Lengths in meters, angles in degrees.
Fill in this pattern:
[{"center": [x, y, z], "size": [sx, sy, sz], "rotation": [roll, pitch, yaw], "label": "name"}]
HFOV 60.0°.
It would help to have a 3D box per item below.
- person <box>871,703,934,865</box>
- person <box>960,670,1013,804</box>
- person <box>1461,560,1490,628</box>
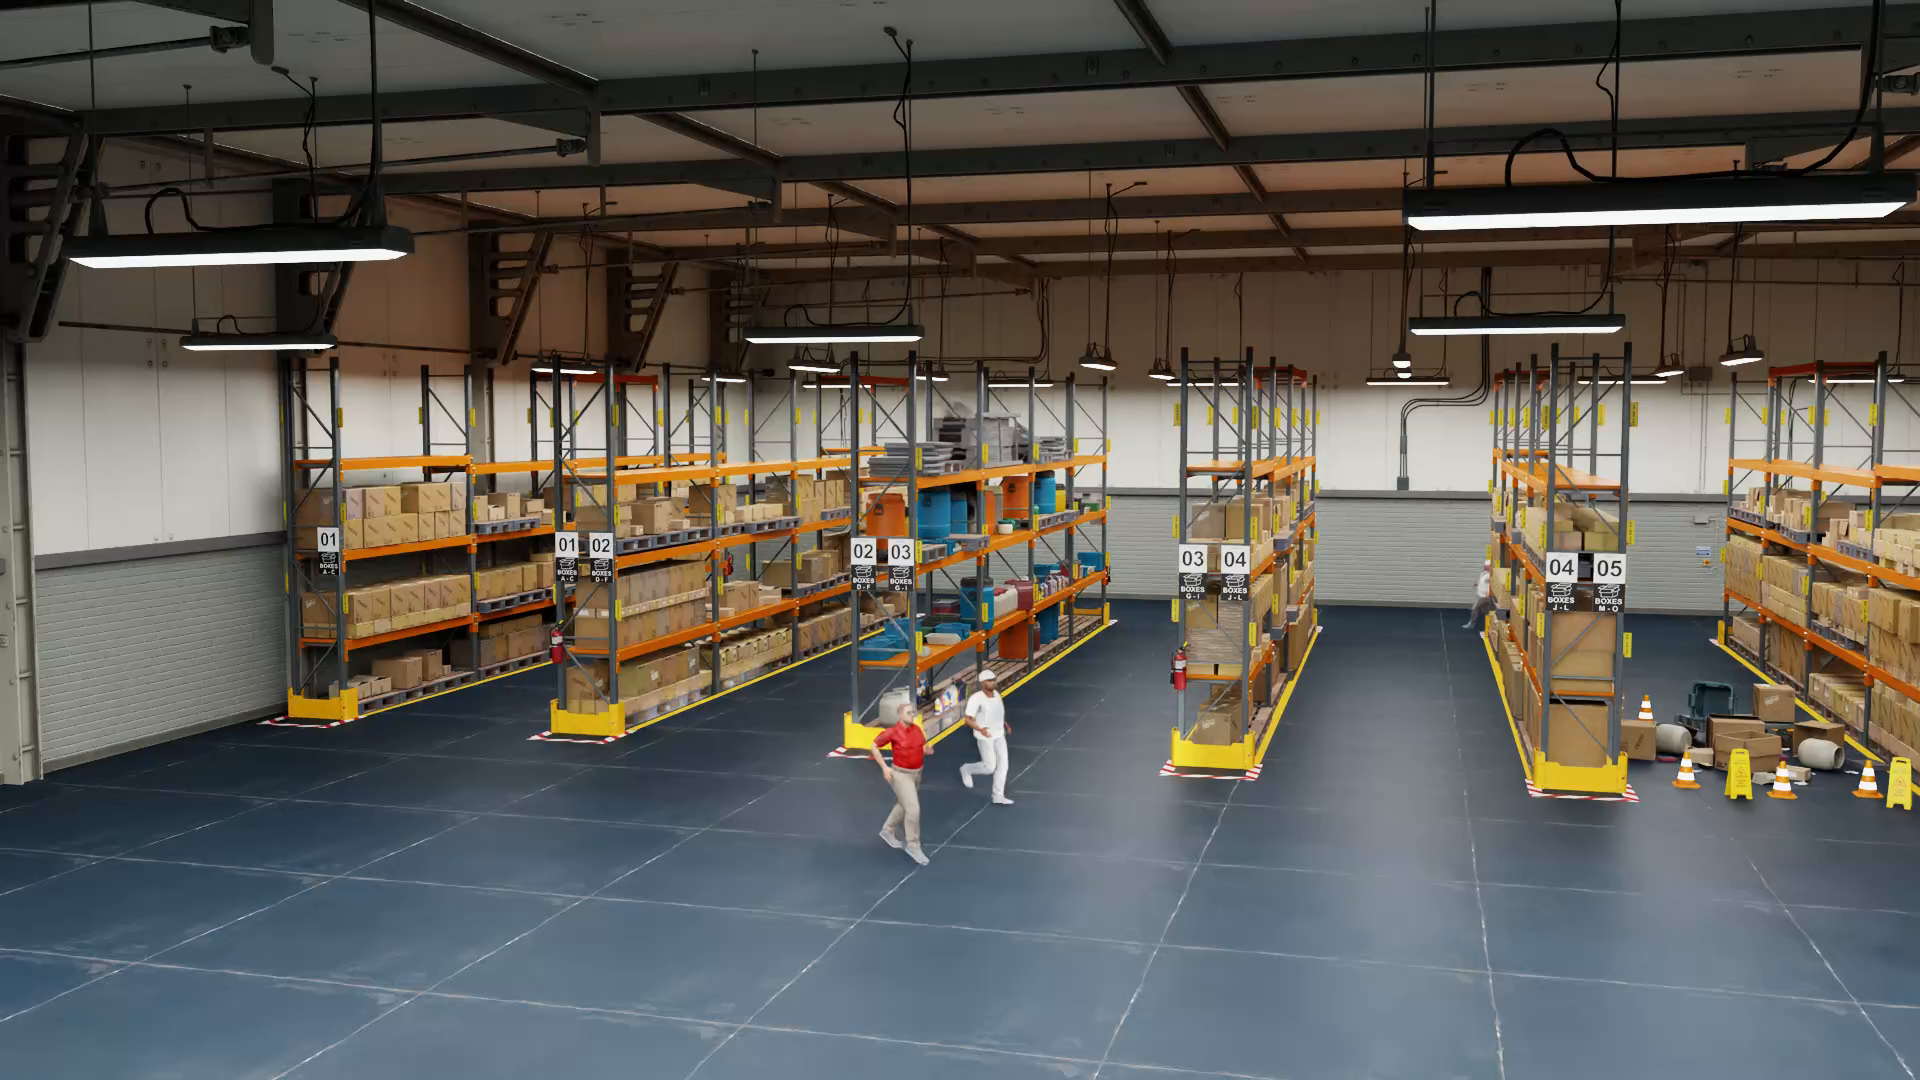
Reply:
[{"center": [-0.610, 2.749, 18.932], "size": [0.790, 1.788, 0.640], "rotation": [3, 5, 35], "label": "person"}, {"center": [0.383, 2.558, 21.689], "size": [0.712, 1.733, 0.832], "rotation": [-4, 6, -44], "label": "person"}, {"center": [12.346, 1.265, 39.321], "size": [0.914, 1.694, 0.831], "rotation": [2, 5, 28], "label": "person"}]
